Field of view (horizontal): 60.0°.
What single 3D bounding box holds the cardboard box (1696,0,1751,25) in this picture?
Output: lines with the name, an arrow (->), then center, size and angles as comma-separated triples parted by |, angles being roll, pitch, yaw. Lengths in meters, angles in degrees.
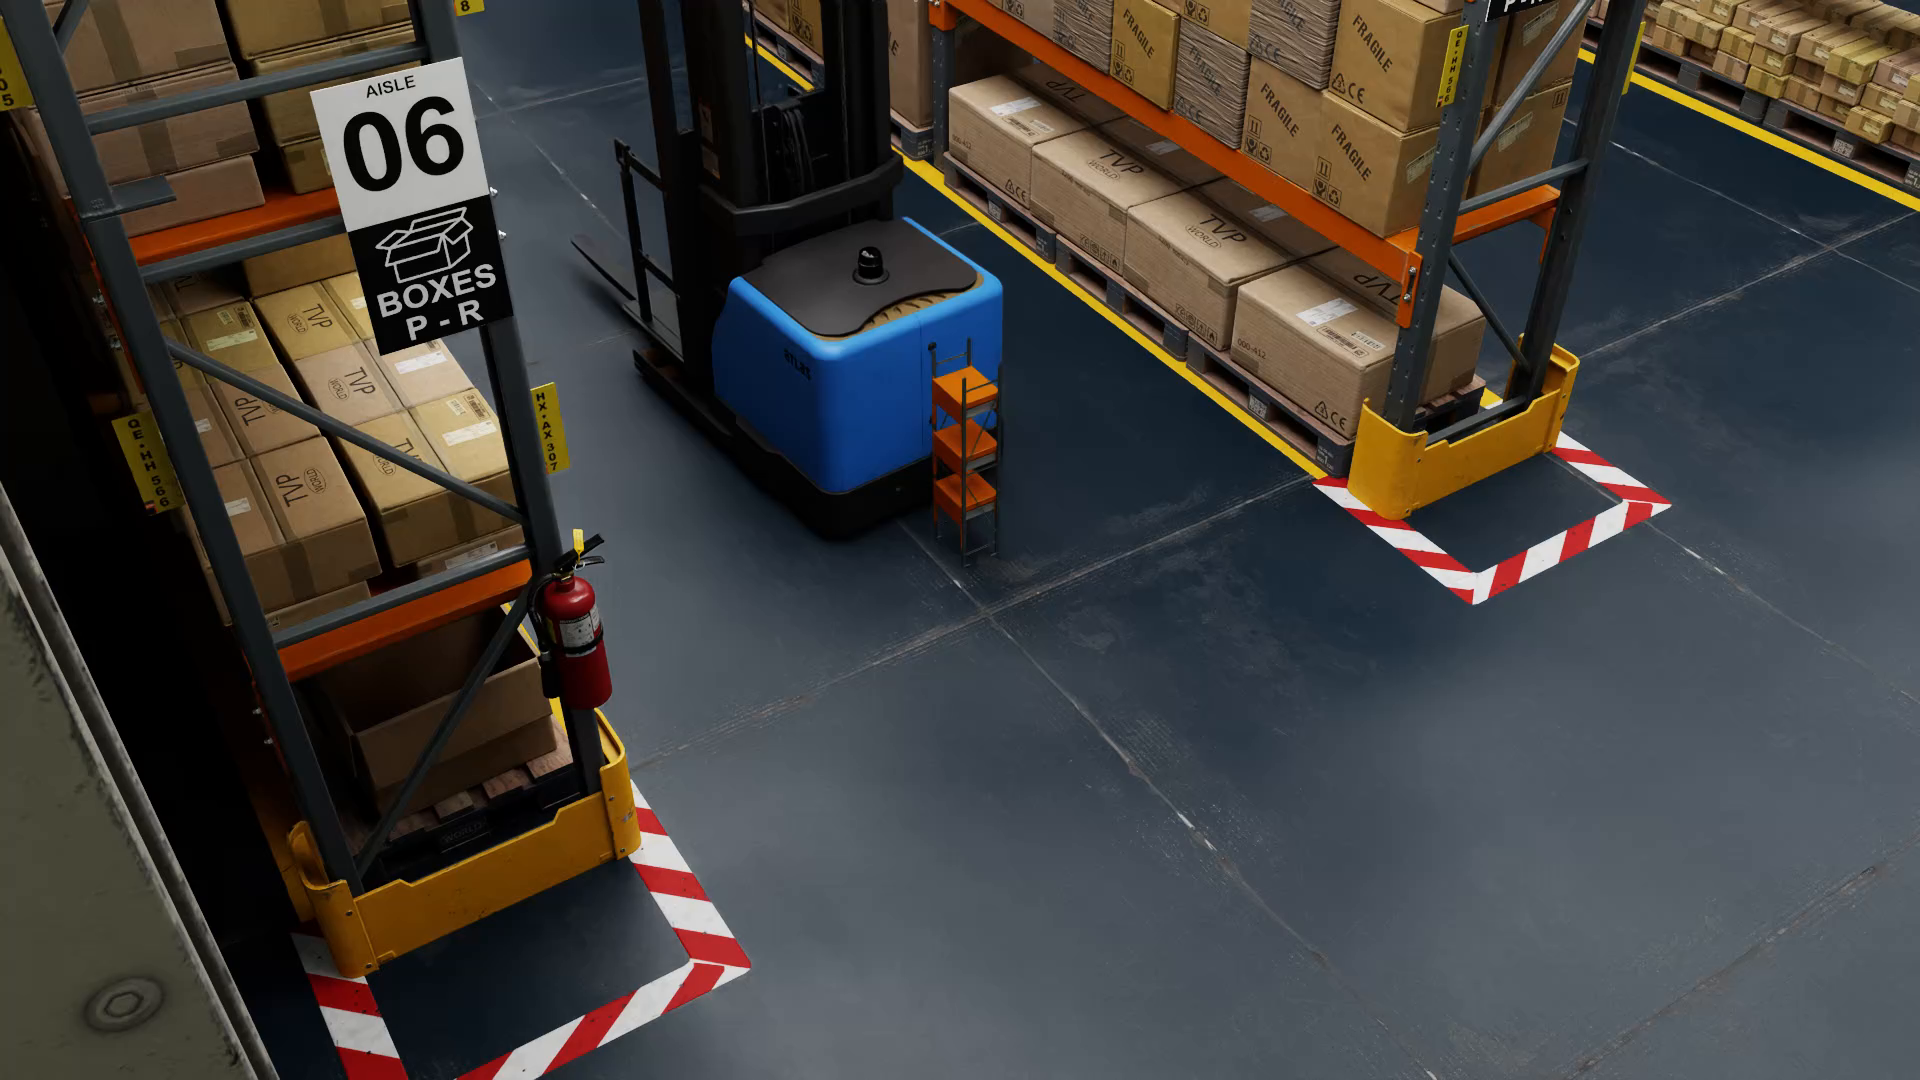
cardboard box -> 5.233, -3.637, 11.266 | 0.380, 0.149, 0.250 | -22, 45, -24

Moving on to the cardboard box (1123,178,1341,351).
cardboard box -> 1.497, -1.525, 8.970 | 0.875, 0.438, 0.875 | -21, 44, -23

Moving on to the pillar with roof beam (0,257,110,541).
pillar with roof beam -> -0.655, -5.084, 6.882 | 9.100, 9.000, 0.400 | -22, 45, -24

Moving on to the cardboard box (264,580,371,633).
cardboard box -> -2.152, 0.186, 5.440 | 0.380, 0.149, 0.250 | -23, 45, -25

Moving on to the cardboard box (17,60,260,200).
cardboard box -> -2.217, -1.179, 4.424 | 0.500, 0.250, 0.500 | -23, 45, -25

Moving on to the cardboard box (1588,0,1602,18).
cardboard box -> 4.649, -3.951, 12.108 | 0.380, 0.149, 0.250 | -22, 45, -25

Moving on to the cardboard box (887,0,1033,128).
cardboard box -> -0.117, -3.346, 10.814 | 0.875, 0.875, 0.875 | -21, 44, -23

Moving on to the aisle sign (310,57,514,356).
aisle sign -> -1.464, -0.887, 4.501 | 0.394, 0.787, 0.004 | -22, 45, -24

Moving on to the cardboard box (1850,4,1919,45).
cardboard box -> 6.079, -3.380, 10.958 | 0.380, 0.149, 0.250 | -24, 46, -26

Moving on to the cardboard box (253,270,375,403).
cardboard box -> -2.311, -0.763, 6.268 | 0.500, 0.250, 0.500 | -23, 45, -25

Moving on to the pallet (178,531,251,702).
pallet -> -2.870, 0.118, 7.504 | 1.003, 0.211, 1.213 | -22, 45, -24

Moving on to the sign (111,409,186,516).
sign -> -2.227, -0.210, 4.568 | 0.100, 0.325, 0.005 | -22, 45, -24

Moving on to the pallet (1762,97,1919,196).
pallet -> 6.106, -2.713, 10.902 | 1.003, 0.211, 1.213 | -22, 45, -24

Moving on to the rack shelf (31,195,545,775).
rack shelf -> -2.823, -0.627, 6.782 | 1.077, 0.370, 4.000 | -22, 45, -24

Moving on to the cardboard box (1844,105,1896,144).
cardboard box -> 5.872, -2.675, 10.577 | 0.380, 0.149, 0.250 | -21, 44, -23

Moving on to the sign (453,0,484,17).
sign -> -1.291, -1.499, 4.240 | 0.100, 0.325, 0.005 | -22, 45, -24

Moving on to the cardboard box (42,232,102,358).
cardboard box -> -4.412, -1.347, 8.709 | 0.500, 0.500, 0.500 | -22, 45, -25

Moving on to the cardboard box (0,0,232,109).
cardboard box -> -2.222, -1.369, 4.261 | 0.500, 0.250, 0.500 | -23, 45, -26

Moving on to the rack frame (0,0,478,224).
rack frame -> -1.748, -2.129, 3.336 | 1.000, 3.000, 0.127 | -22, 45, -24

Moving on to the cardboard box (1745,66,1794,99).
cardboard box -> 5.469, -3.093, 11.078 | 0.380, 0.149, 0.250 | -24, 46, -26

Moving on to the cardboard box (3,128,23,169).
cardboard box -> -5.072, -2.217, 9.245 | 0.380, 0.149, 0.250 | -22, 44, -24

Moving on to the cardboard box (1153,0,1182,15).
cardboard box -> 1.137, -2.948, 8.146 | 0.500, 0.500, 0.500 | -23, 45, -25

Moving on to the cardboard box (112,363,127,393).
cardboard box -> -3.024, -0.628, 6.417 | 0.380, 0.149, 0.250 | -22, 45, -25

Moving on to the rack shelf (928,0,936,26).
rack shelf -> -0.791, -4.497, 11.426 | 1.077, 0.370, 4.000 | -22, 45, -24

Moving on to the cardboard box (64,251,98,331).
cardboard box -> -3.309, -1.132, 6.711 | 0.500, 0.250, 0.500 | -21, 44, -23

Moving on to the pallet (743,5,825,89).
pallet -> -0.854, -3.672, 12.052 | 1.003, 0.211, 1.213 | -22, 45, -24

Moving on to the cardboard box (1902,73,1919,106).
cardboard box -> 6.056, -2.786, 10.245 | 0.380, 0.149, 0.250 | -22, 44, -24

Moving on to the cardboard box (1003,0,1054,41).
cardboard box -> 0.583, -3.116, 9.128 | 0.500, 0.500, 0.500 | -22, 45, -24

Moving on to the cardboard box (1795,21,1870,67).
cardboard box -> 5.637, -3.199, 10.741 | 0.380, 0.149, 0.250 | -24, 45, -26

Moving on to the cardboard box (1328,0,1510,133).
cardboard box -> 1.975, -2.135, 7.171 | 0.500, 0.500, 0.500 | -21, 44, -23

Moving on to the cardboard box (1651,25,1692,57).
cardboard box -> 5.060, -3.525, 11.596 | 0.380, 0.149, 0.250 | -23, 45, -26

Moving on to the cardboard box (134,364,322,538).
cardboard box -> -2.495, -0.316, 5.732 | 0.500, 0.250, 0.500 | -22, 45, -24

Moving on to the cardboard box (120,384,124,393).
cardboard box -> -3.743, -0.673, 8.048 | 0.500, 0.311, 0.500 | -21, 44, -23

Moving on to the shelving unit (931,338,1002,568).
shelving unit -> 0.029, -0.374, 7.440 | 0.215, 1.050, 0.252 | -22, 45, -24

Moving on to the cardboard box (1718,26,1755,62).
cardboard box -> 5.337, -3.360, 11.166 | 0.380, 0.149, 0.250 | -20, 44, -22

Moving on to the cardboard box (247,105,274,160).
cardboard box -> -1.886, -1.265, 4.838 | 0.380, 0.149, 0.250 | -21, 44, -24

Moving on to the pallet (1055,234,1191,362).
pallet -> 1.287, -1.526, 9.477 | 1.003, 0.211, 1.213 | -22, 45, -24

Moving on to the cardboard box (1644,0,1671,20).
cardboard box -> 4.973, -3.799, 11.693 | 0.380, 0.149, 0.250 | -20, 44, -22

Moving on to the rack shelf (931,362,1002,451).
rack shelf -> 0.029, -0.584, 7.265 | 0.215, 0.259, 0.240 | -22, 45, -24

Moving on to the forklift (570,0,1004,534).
forklift -> -1.069, -2.046, 7.977 | 1.130, 2.935, 3.031 | -25, 46, -27

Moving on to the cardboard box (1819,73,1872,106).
cardboard box -> 5.749, -2.940, 10.662 | 0.380, 0.149, 0.250 | -24, 45, -26

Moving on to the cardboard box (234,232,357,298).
cardboard box -> -2.572, -1.316, 6.346 | 0.500, 0.500, 0.500 | -21, 44, -23

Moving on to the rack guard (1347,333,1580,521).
rack guard -> 2.448, -0.561, 8.094 | 1.175, 0.500, 0.348 | -22, 45, -24

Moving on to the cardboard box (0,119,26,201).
cardboard box -> -5.240, -2.188, 9.718 | 0.500, 0.500, 0.500 | -24, 45, -26

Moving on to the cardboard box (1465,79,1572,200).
cardboard box -> 2.419, -1.931, 7.707 | 0.500, 0.500, 0.500 | -23, 45, -25

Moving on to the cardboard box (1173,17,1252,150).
cardboard box -> 1.411, -2.293, 8.141 | 0.500, 0.500, 0.500 | -21, 44, -23
